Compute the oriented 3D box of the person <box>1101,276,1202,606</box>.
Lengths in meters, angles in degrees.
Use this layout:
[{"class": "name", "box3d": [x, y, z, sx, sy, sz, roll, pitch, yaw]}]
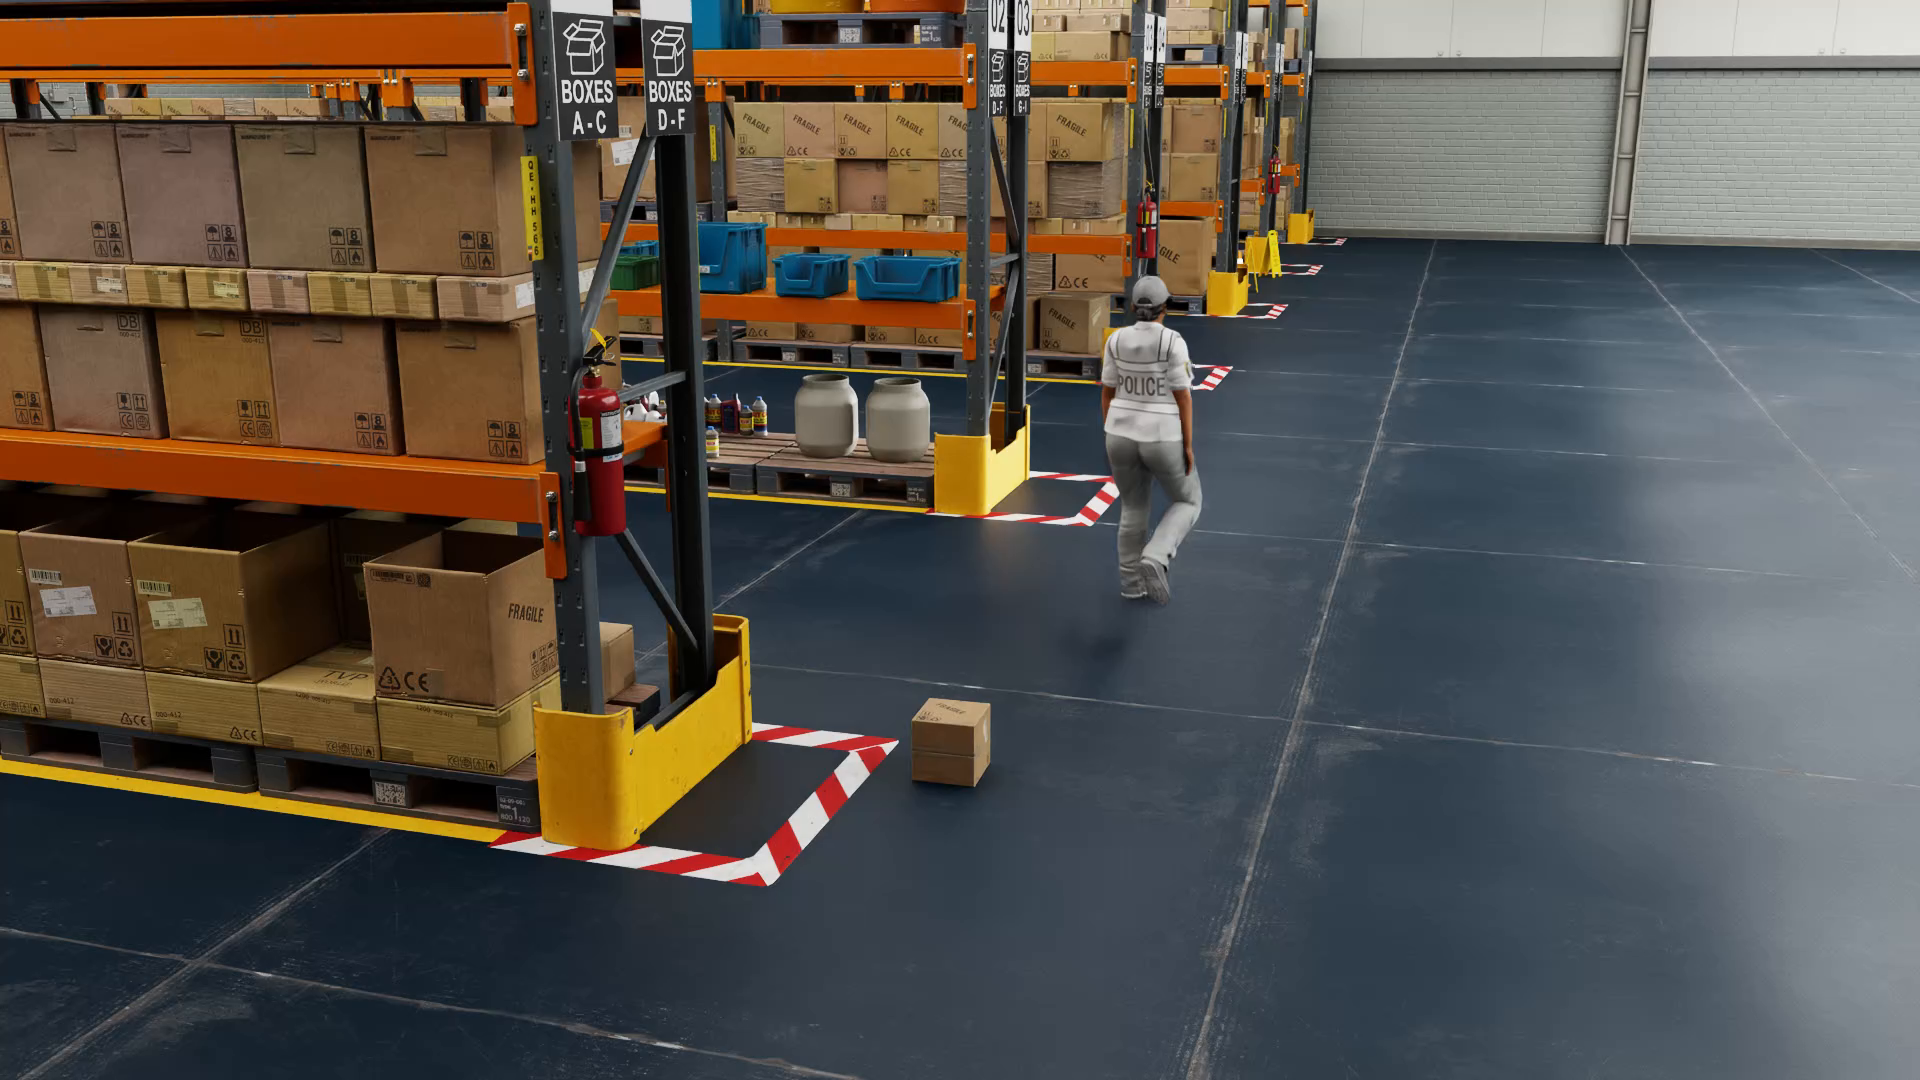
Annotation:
[{"class": "person", "box3d": [0.944, -0.492, 8.345, 0.496, 1.656, 0.482, 8, 17, 28]}]
